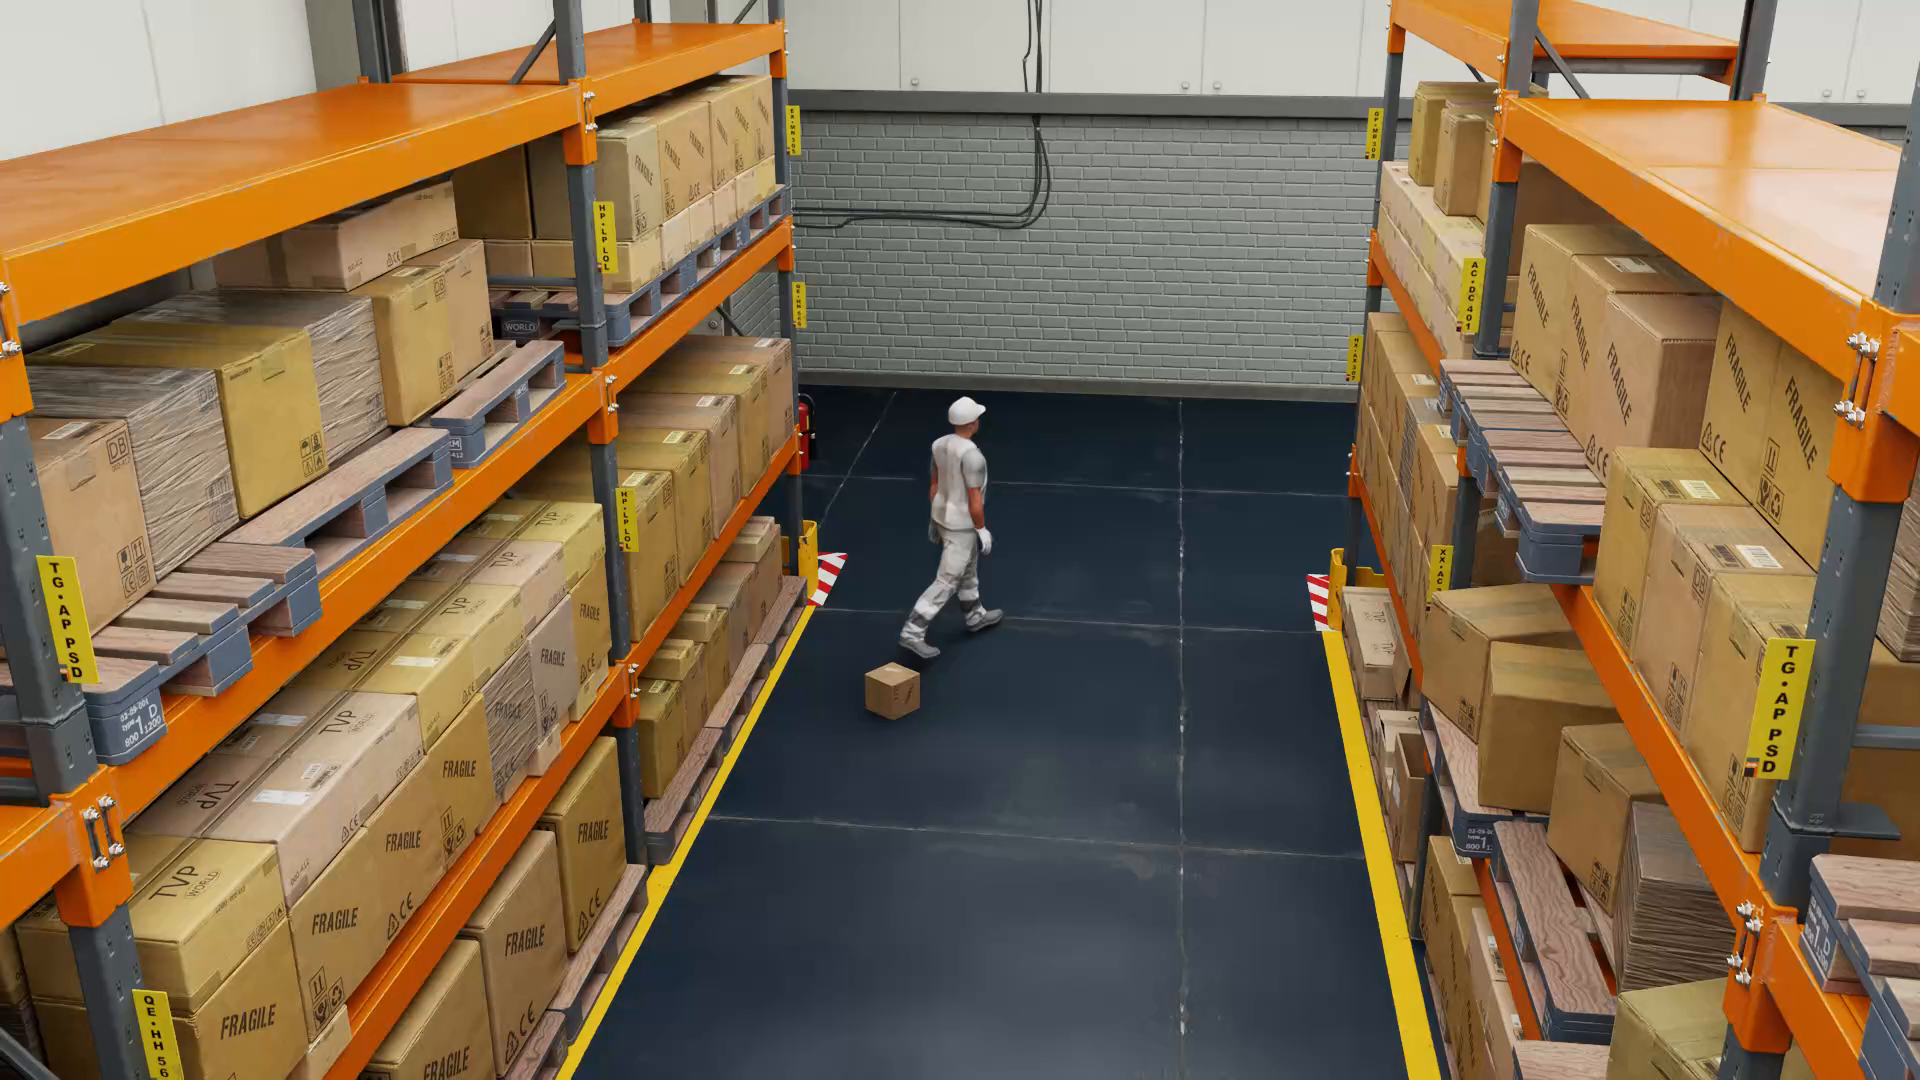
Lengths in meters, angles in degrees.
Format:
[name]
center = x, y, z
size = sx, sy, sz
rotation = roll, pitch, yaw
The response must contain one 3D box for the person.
[person]
center = -0.037, -0.092, 11.298
size = 0.962, 1.771, 0.580
rotation = -10, 23, -24
